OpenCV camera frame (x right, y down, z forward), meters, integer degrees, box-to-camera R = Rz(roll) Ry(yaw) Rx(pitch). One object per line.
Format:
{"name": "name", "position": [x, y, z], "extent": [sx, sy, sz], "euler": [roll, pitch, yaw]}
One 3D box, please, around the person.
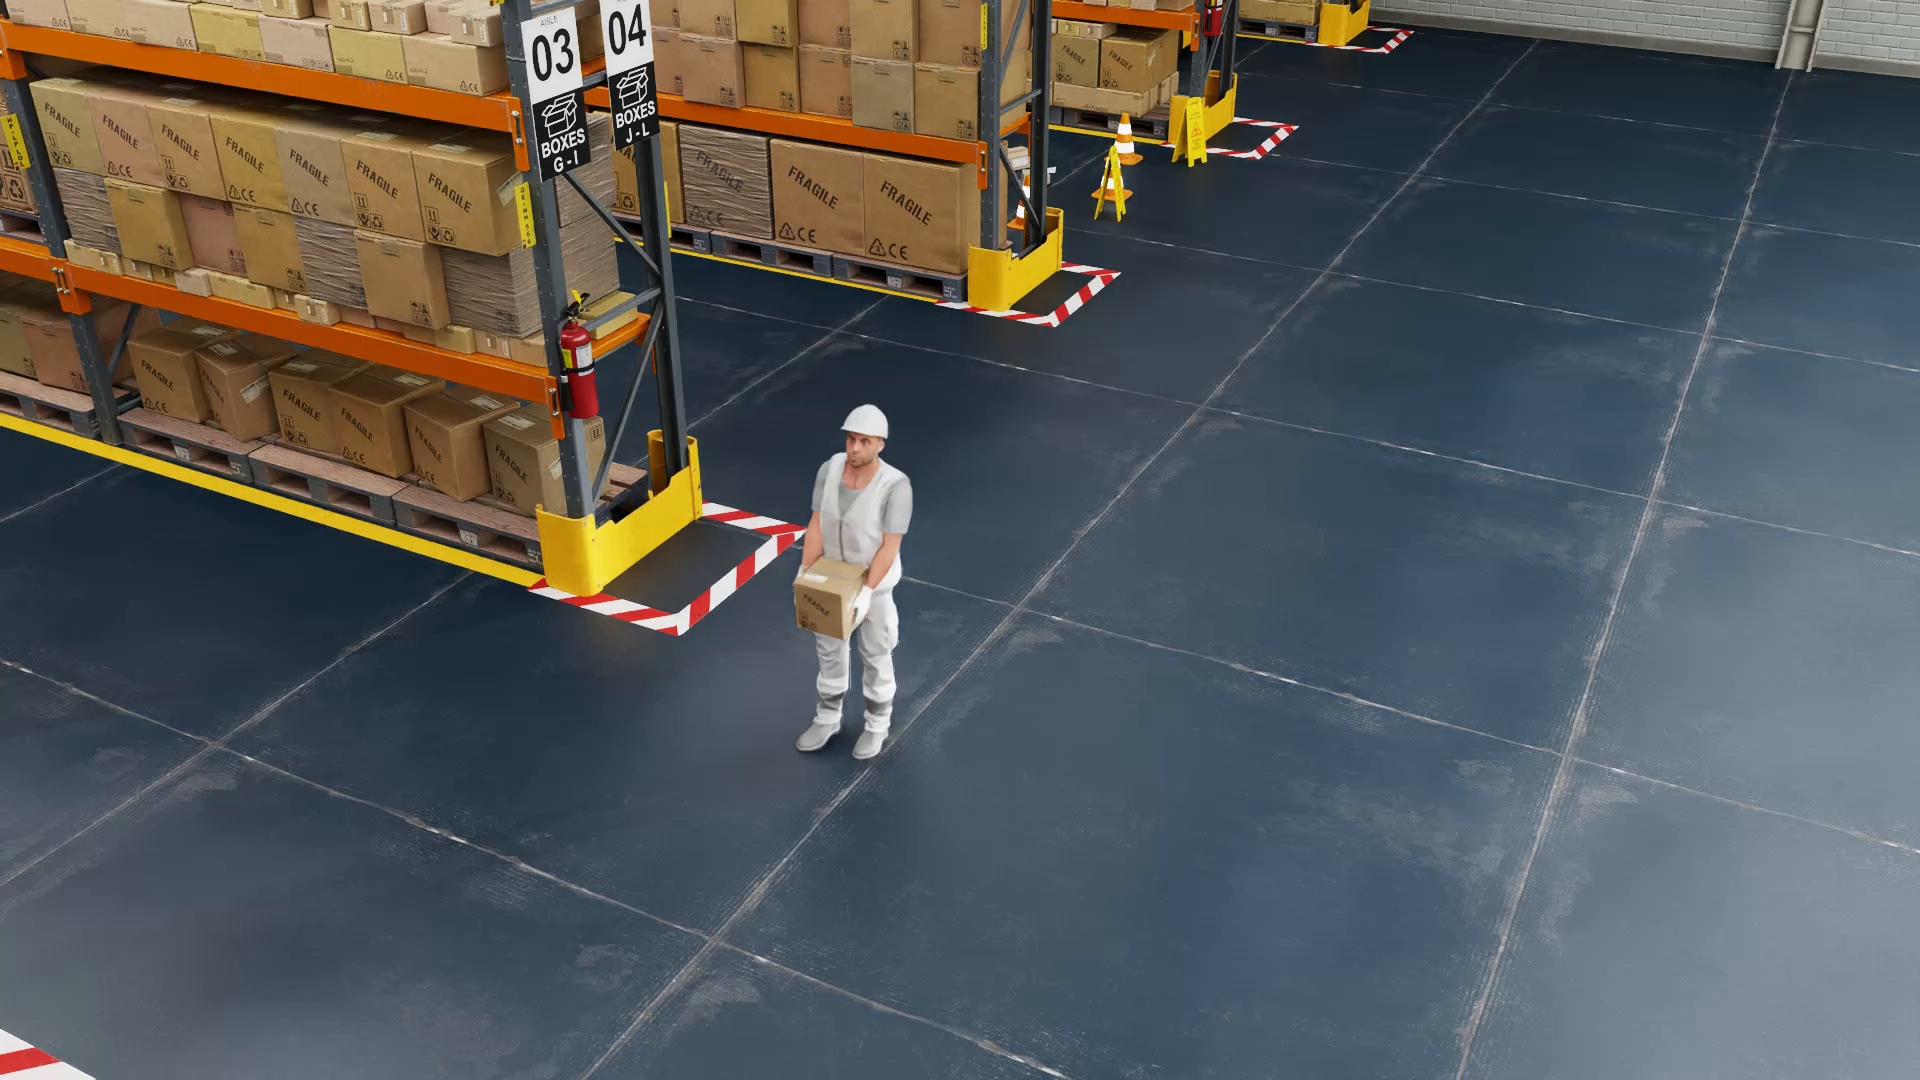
{"name": "person", "position": [-0.514, 0.236, 7.853], "extent": [0.522, 1.793, 0.538], "euler": [15, 33, 24]}
